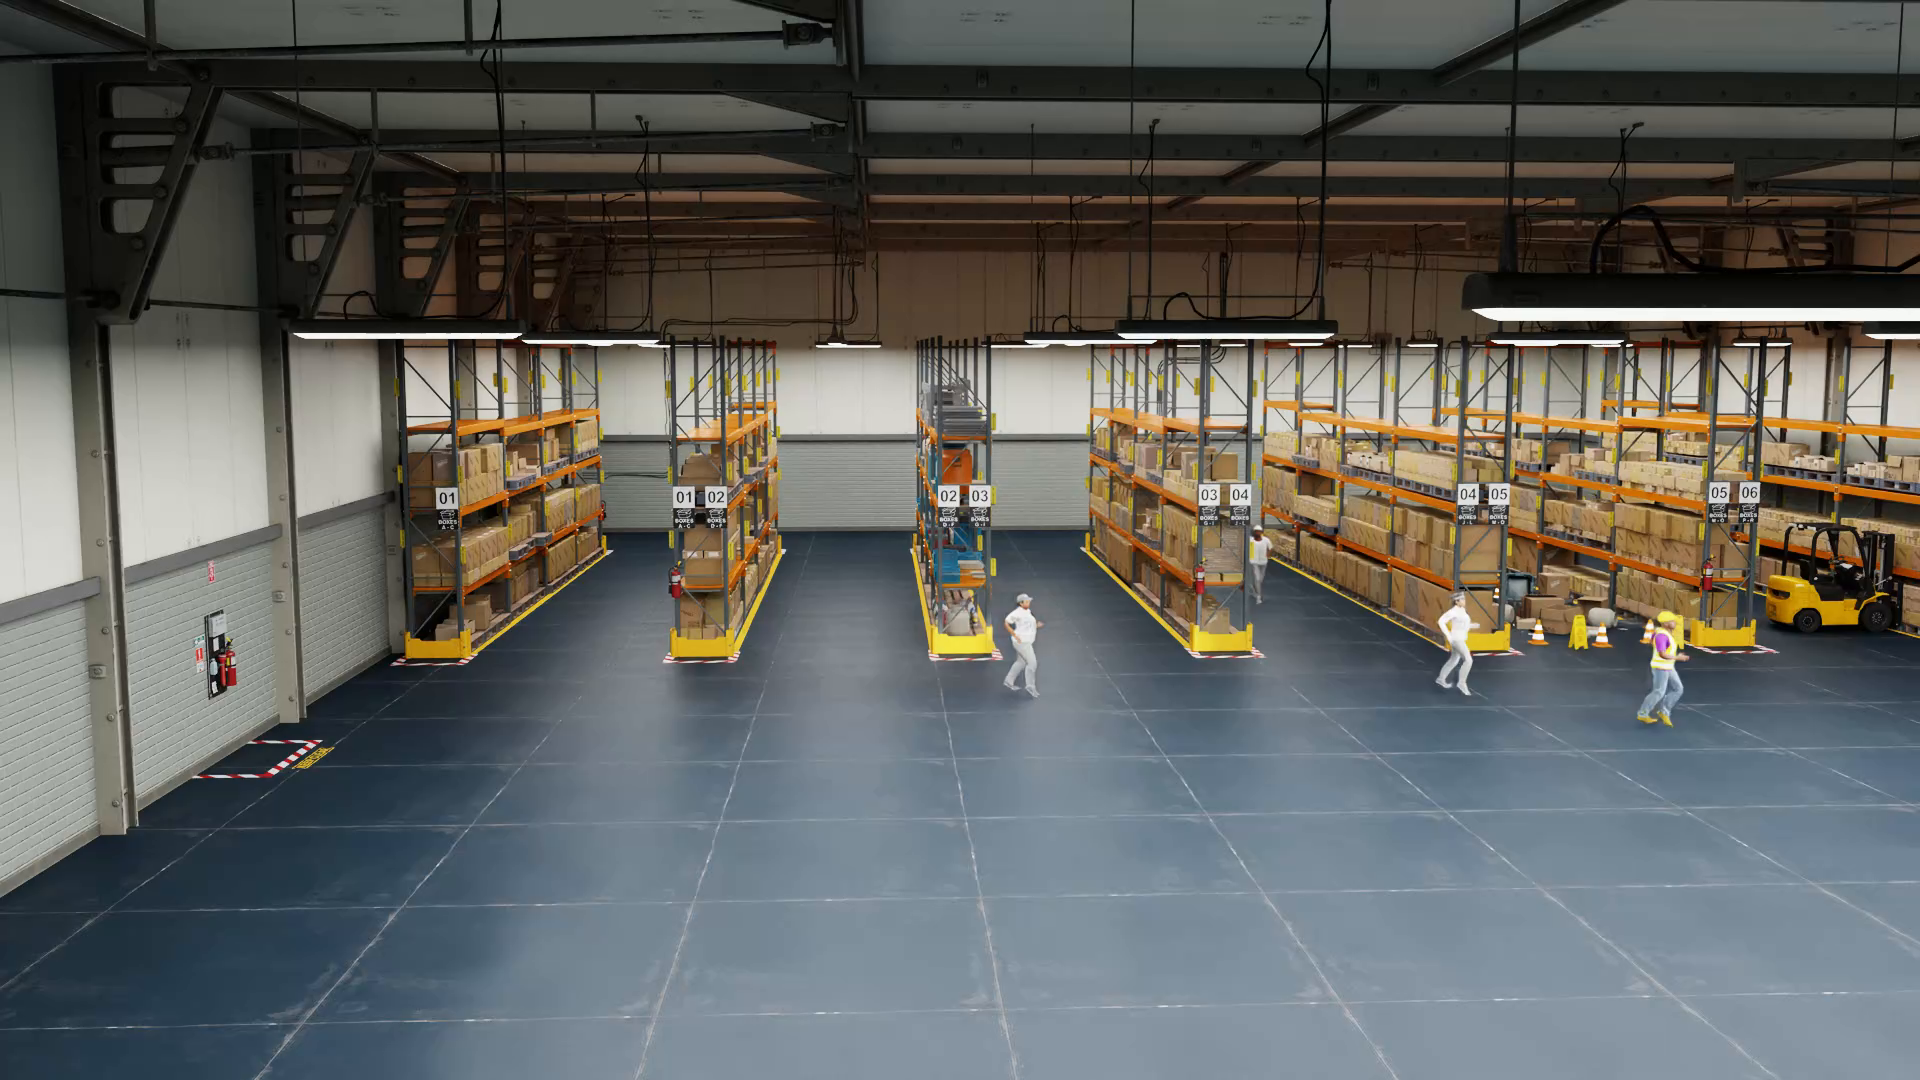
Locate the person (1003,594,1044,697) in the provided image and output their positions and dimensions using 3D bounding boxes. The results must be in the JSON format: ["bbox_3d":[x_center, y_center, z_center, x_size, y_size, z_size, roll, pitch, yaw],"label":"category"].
[{"bbox_3d":[1.040,1.750,27.742,0.717,1.721,0.577,2,7,18],"label":"person"}]

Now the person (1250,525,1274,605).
[{"bbox_3d":[6.813,0.543,37.949,0.686,1.774,0.895,0,6,-3],"label":"person"}]

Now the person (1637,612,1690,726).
[{"bbox_3d":[10.759,1.987,25.380,0.722,1.816,0.718,4,8,33],"label":"person"}]

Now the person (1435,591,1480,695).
[{"bbox_3d":[8.351,1.722,27.904,0.740,1.750,0.578,4,8,33],"label":"person"}]
